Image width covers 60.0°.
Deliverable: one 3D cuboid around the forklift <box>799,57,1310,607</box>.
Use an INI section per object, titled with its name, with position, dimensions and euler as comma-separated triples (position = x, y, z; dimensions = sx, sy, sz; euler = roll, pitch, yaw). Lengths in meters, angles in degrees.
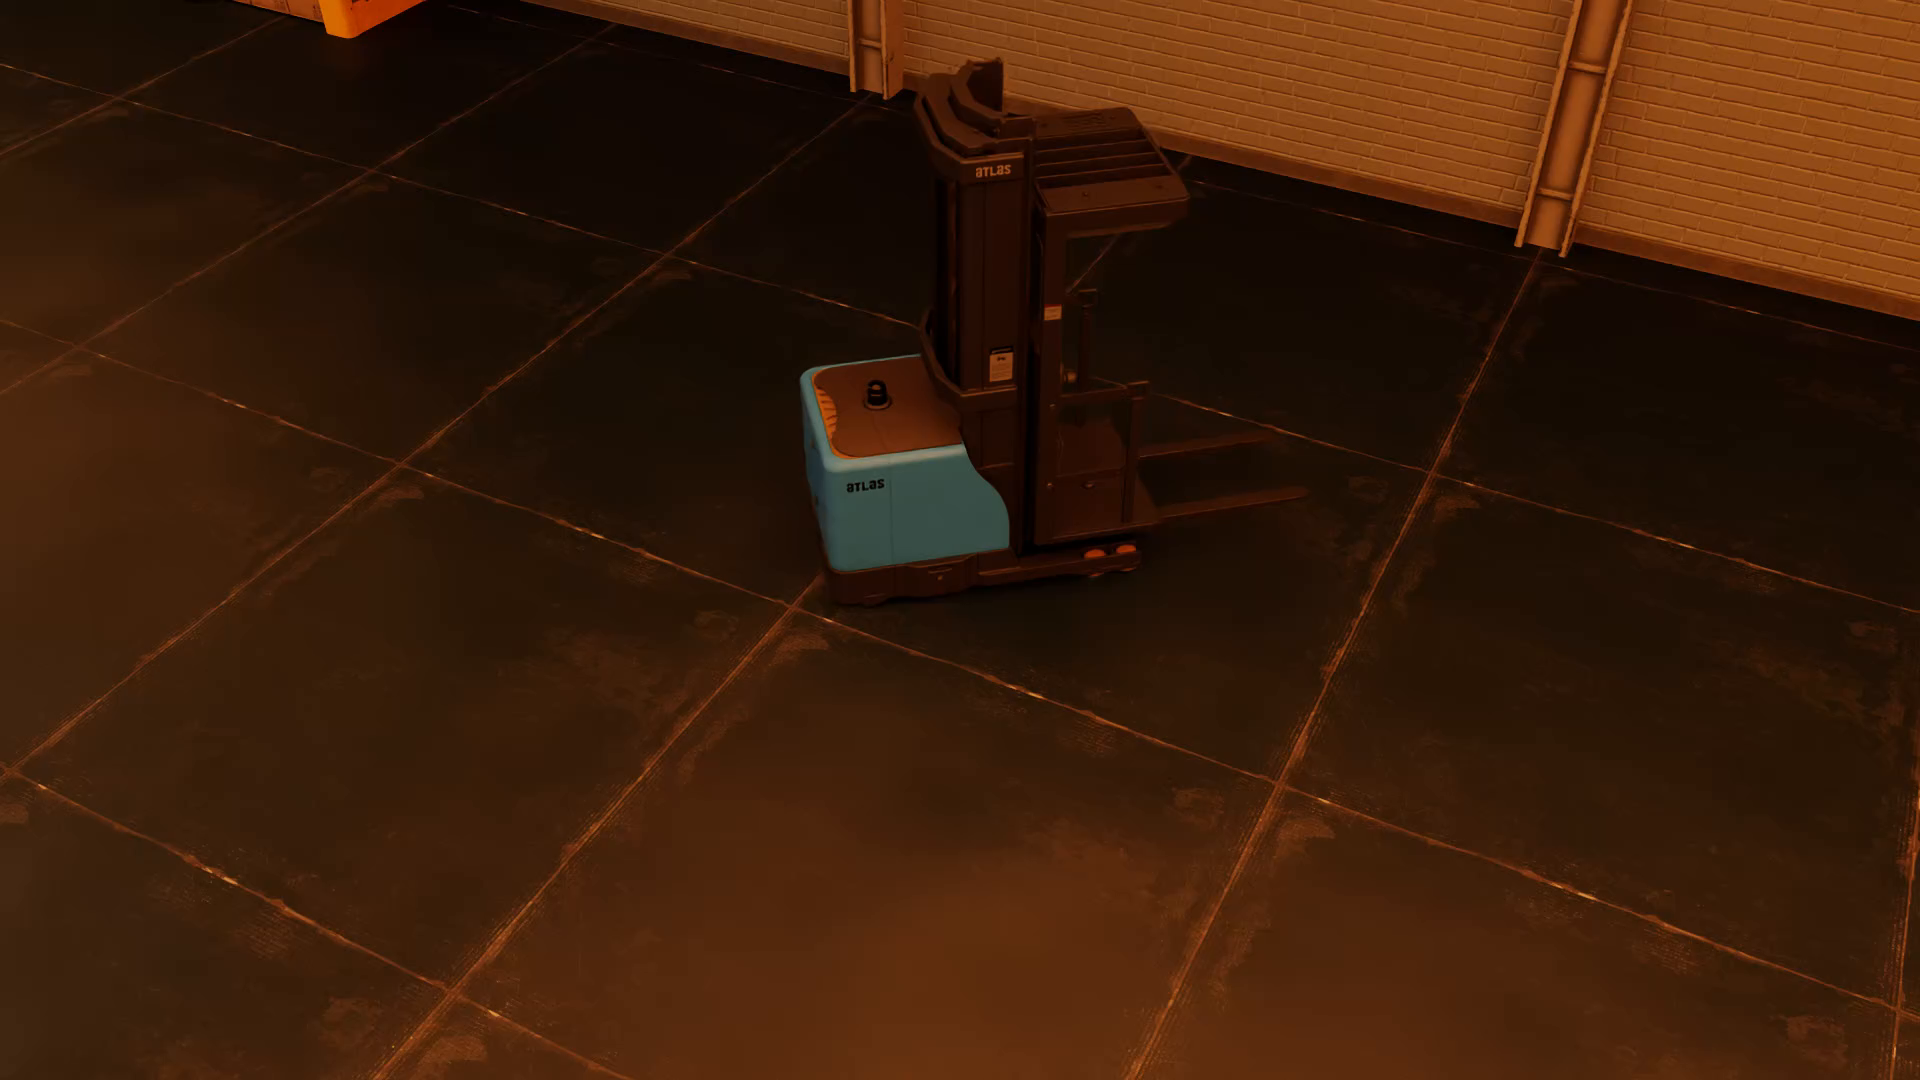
[forklift]
position = 0.614, -1.226, 9.442
dimensions = 3.031, 2.935, 1.130
euler = -8, 41, -10
